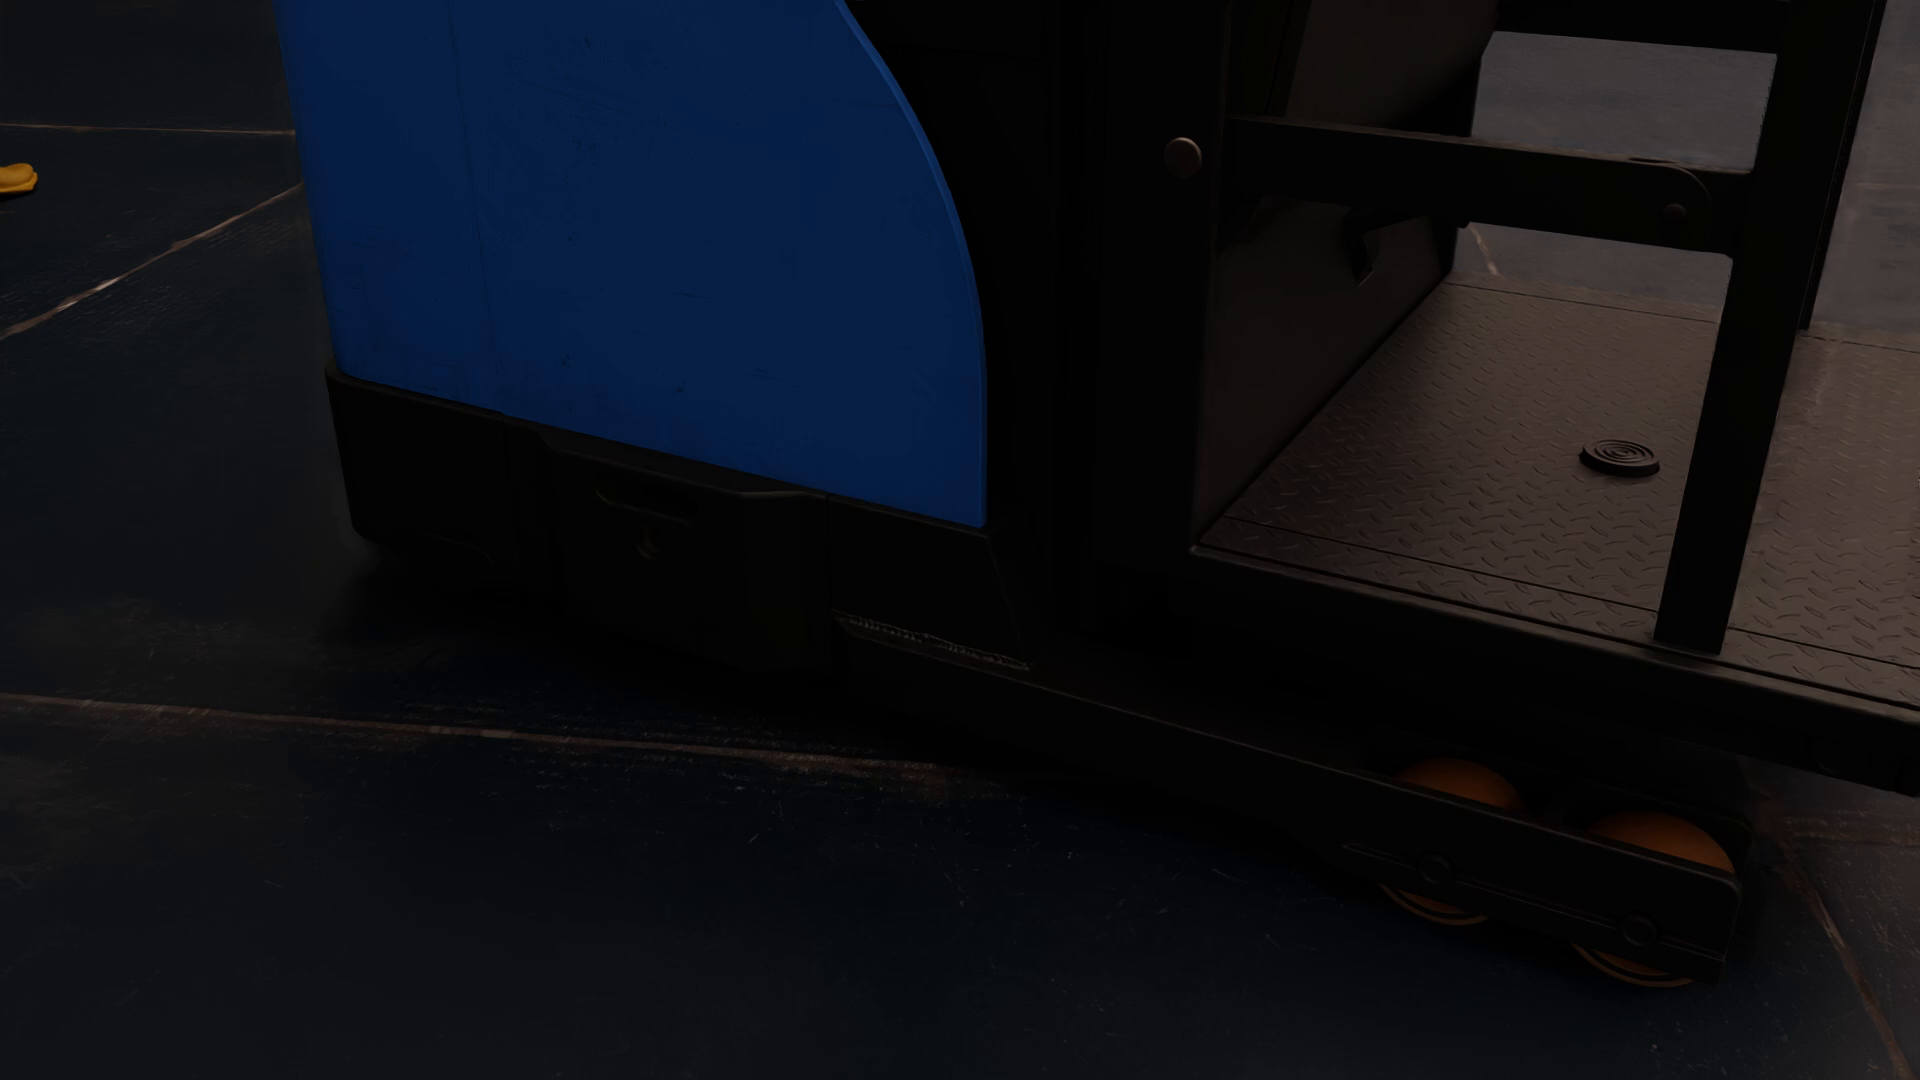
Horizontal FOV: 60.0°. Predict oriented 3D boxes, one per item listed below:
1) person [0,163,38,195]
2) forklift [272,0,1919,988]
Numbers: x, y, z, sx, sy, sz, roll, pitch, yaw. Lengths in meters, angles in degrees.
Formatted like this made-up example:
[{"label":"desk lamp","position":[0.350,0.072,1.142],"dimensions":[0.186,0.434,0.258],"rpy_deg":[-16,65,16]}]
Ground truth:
[{"label":"person","position":[-2.579,-1.601,3.855],"dimensions":[0.821,1.716,0.645],"rpy_deg":[7,27,14]},{"label":"forklift","position":[0.666,-1.148,1.517],"dimensions":[3.031,2.935,1.130],"rpy_deg":[14,30,25]}]
